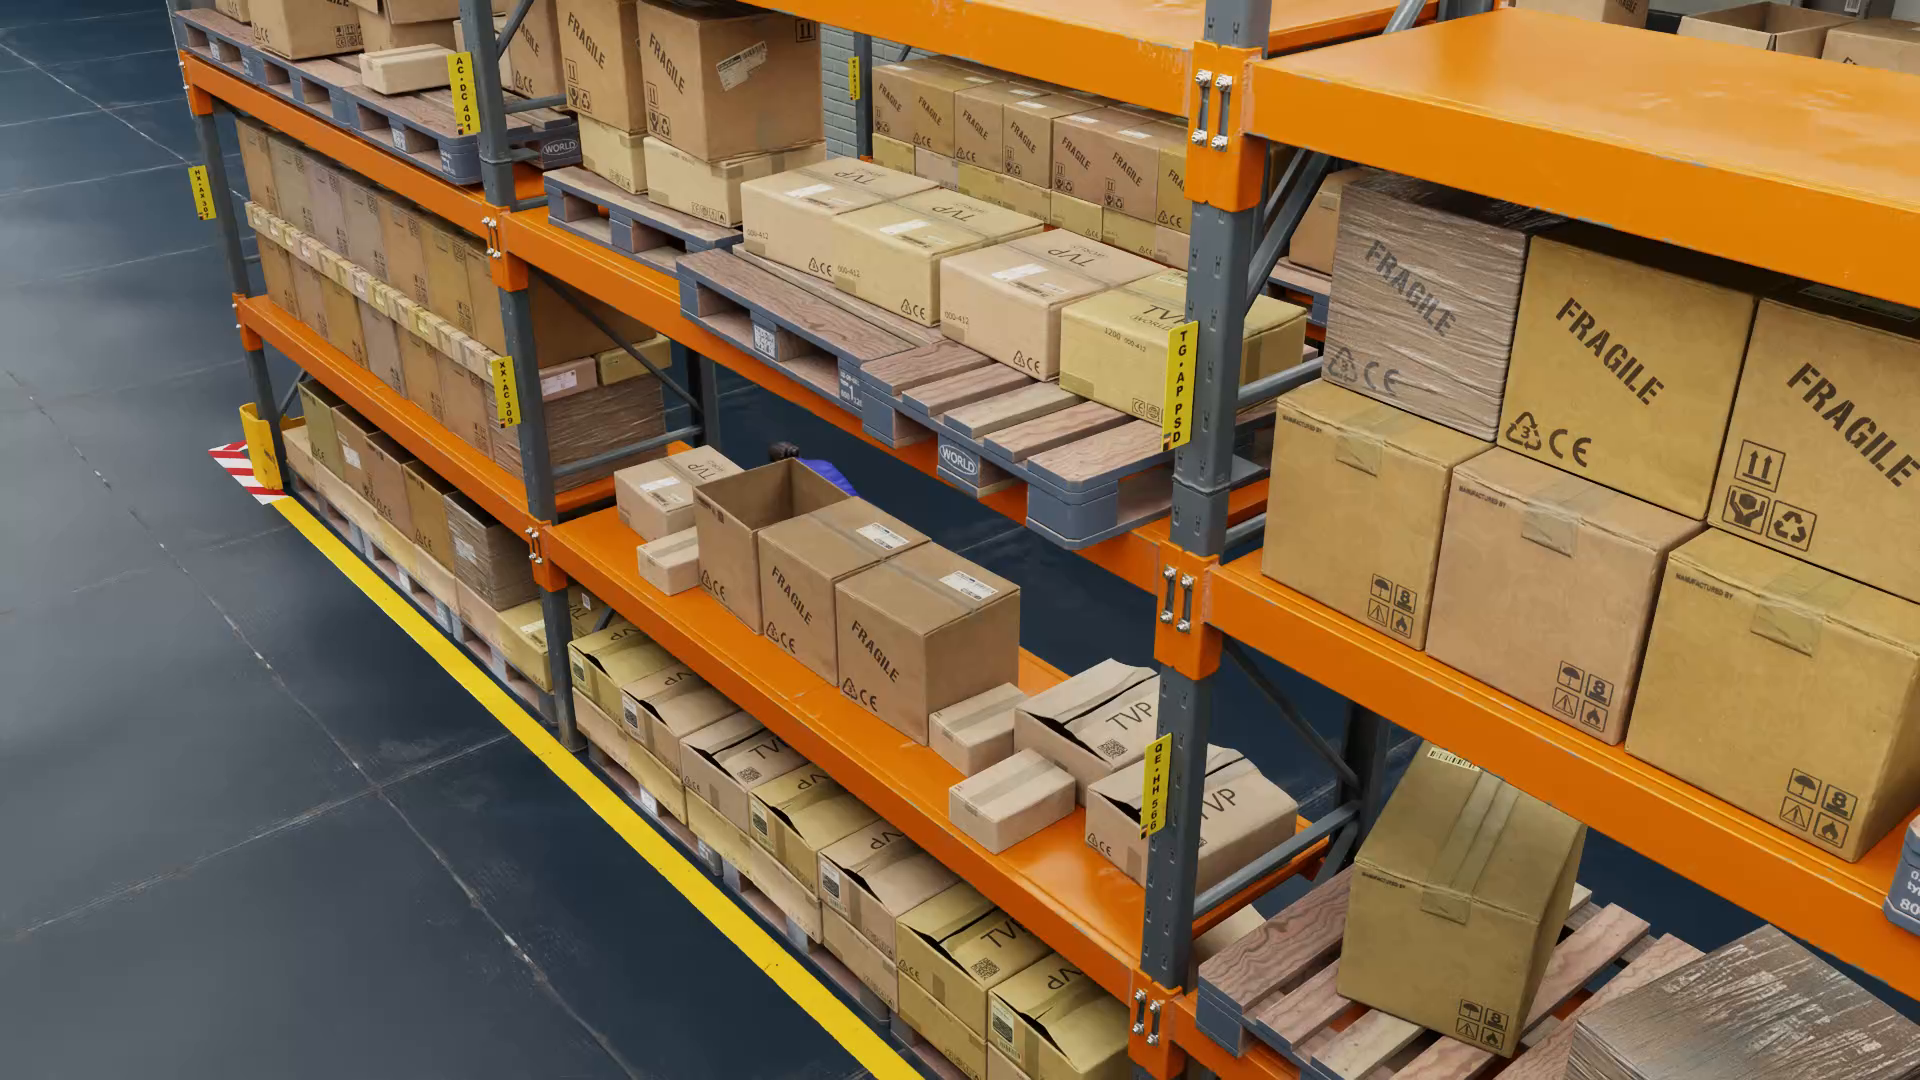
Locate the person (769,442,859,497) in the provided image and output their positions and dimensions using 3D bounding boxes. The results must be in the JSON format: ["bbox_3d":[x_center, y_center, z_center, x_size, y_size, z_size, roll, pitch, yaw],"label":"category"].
[{"bbox_3d":[-0.813,-0.129,9.791,0.480,0.810,0.812,-22,35,-35],"label":"person"}]
